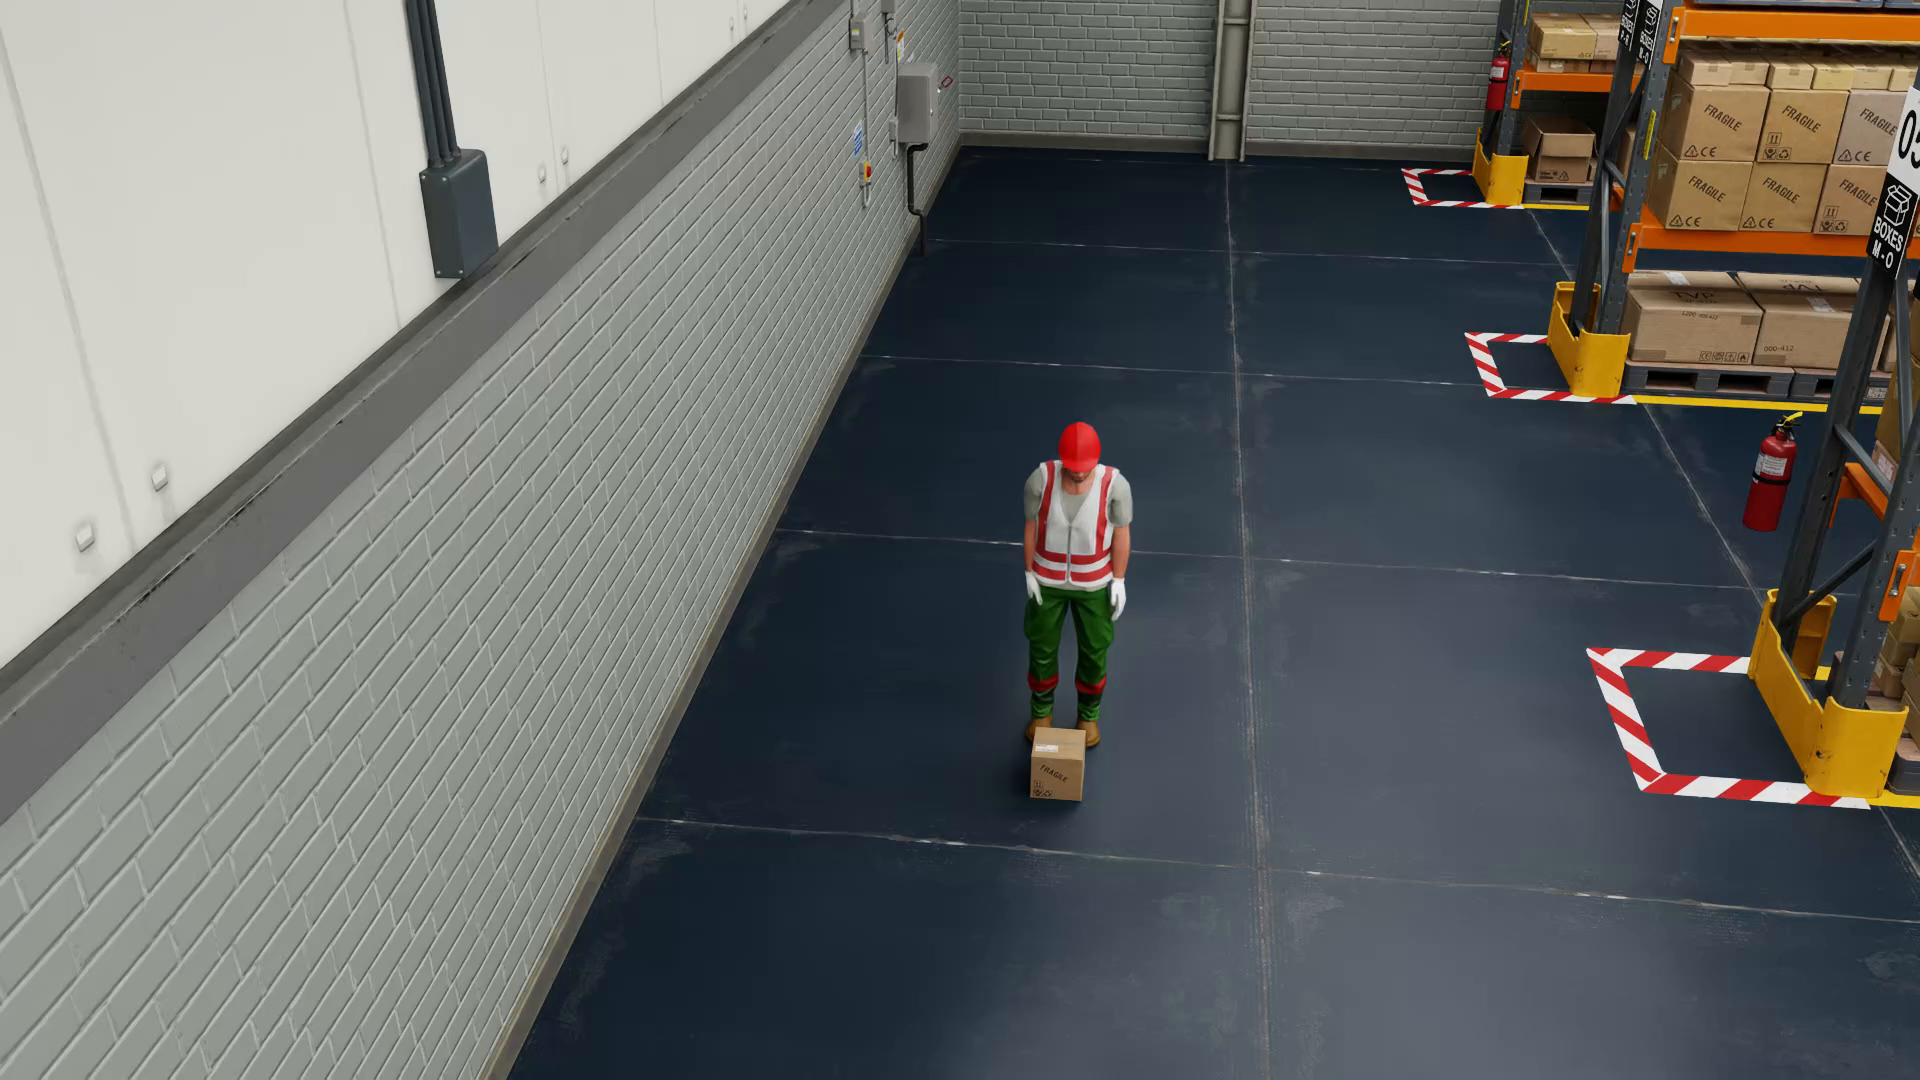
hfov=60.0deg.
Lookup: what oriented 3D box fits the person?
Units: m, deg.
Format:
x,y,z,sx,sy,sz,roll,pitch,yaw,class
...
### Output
x,y,z,sx,sy,sz,roll,pitch,yaw,class
0.565,0.217,8.214,0.533,1.768,0.388,4,28,7,person
